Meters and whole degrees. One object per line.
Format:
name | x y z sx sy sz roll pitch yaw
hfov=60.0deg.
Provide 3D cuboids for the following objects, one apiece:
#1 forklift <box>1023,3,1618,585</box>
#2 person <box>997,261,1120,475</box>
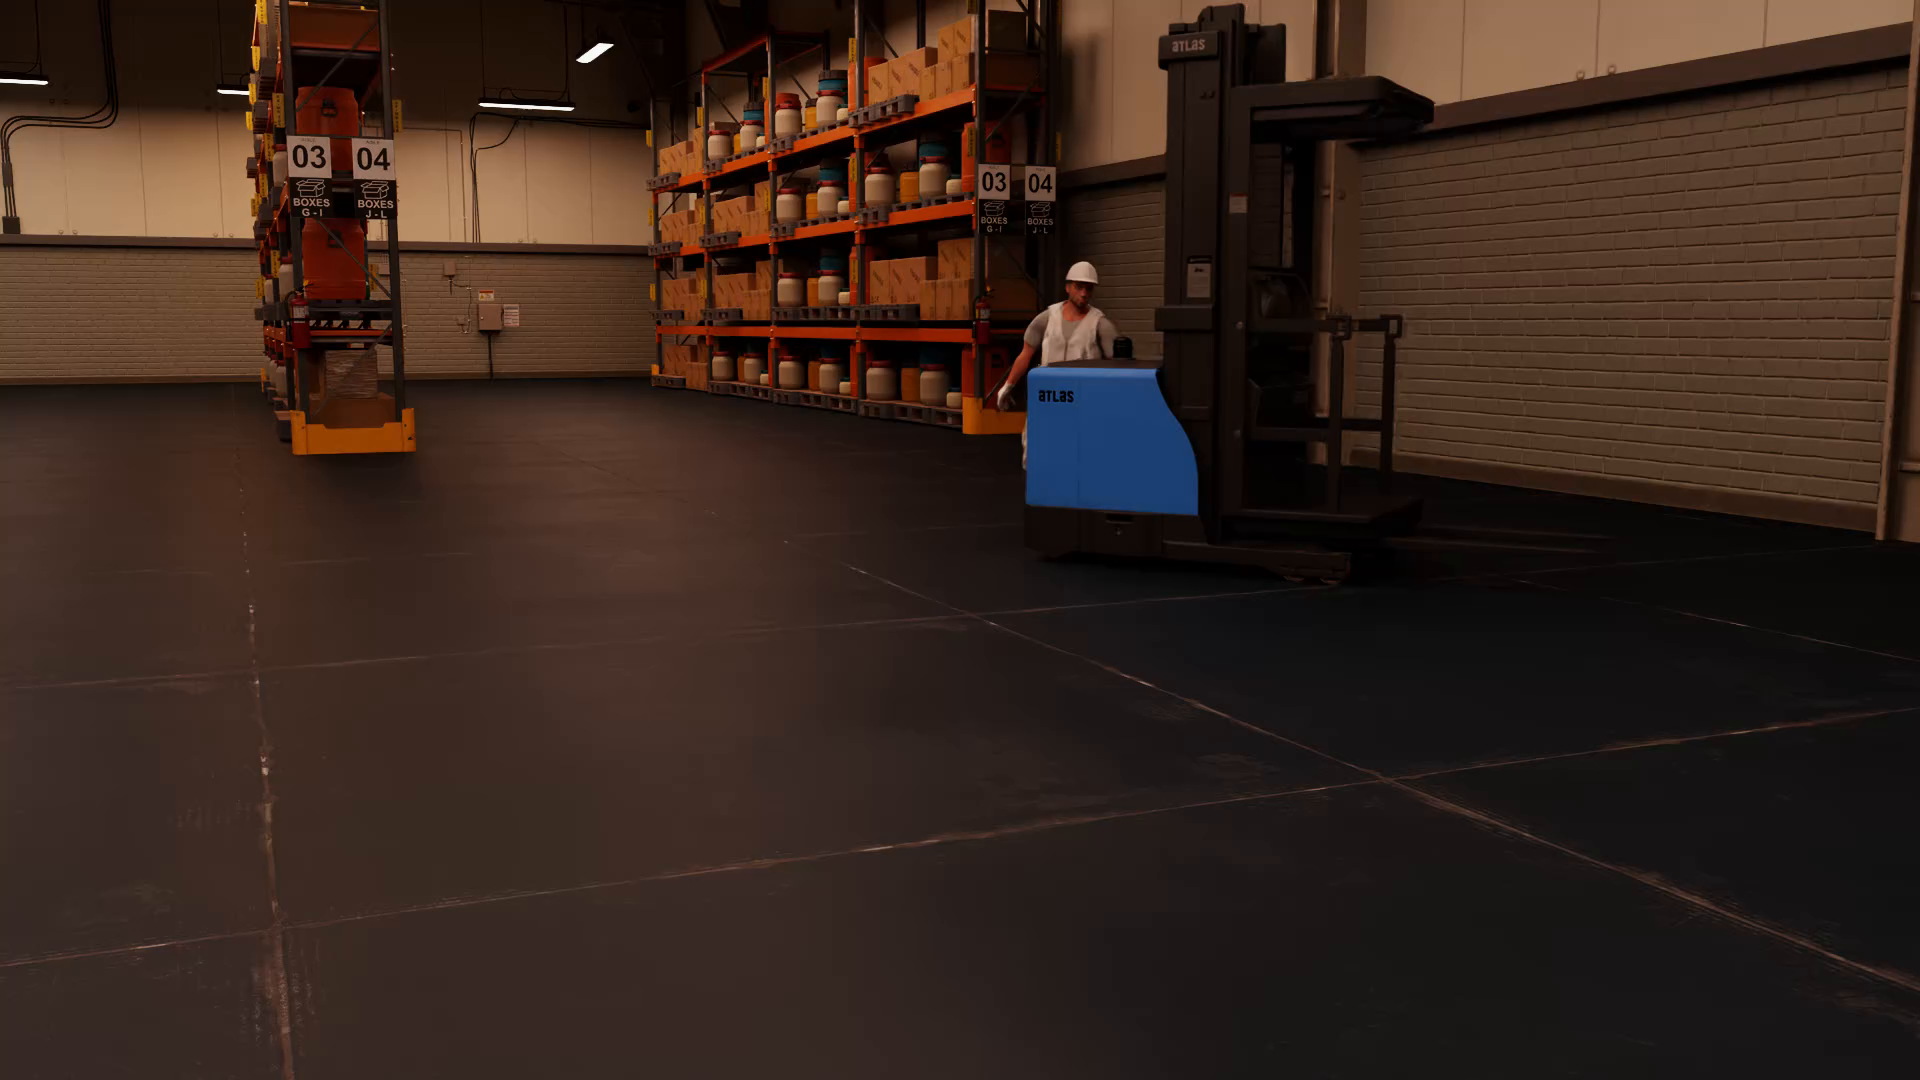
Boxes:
forklift | 1.895 -1.303 8.823 3.031 2.935 1.130 4 9 29
person | 0.667 -0.912 10.591 0.911 1.697 0.484 2 8 16
